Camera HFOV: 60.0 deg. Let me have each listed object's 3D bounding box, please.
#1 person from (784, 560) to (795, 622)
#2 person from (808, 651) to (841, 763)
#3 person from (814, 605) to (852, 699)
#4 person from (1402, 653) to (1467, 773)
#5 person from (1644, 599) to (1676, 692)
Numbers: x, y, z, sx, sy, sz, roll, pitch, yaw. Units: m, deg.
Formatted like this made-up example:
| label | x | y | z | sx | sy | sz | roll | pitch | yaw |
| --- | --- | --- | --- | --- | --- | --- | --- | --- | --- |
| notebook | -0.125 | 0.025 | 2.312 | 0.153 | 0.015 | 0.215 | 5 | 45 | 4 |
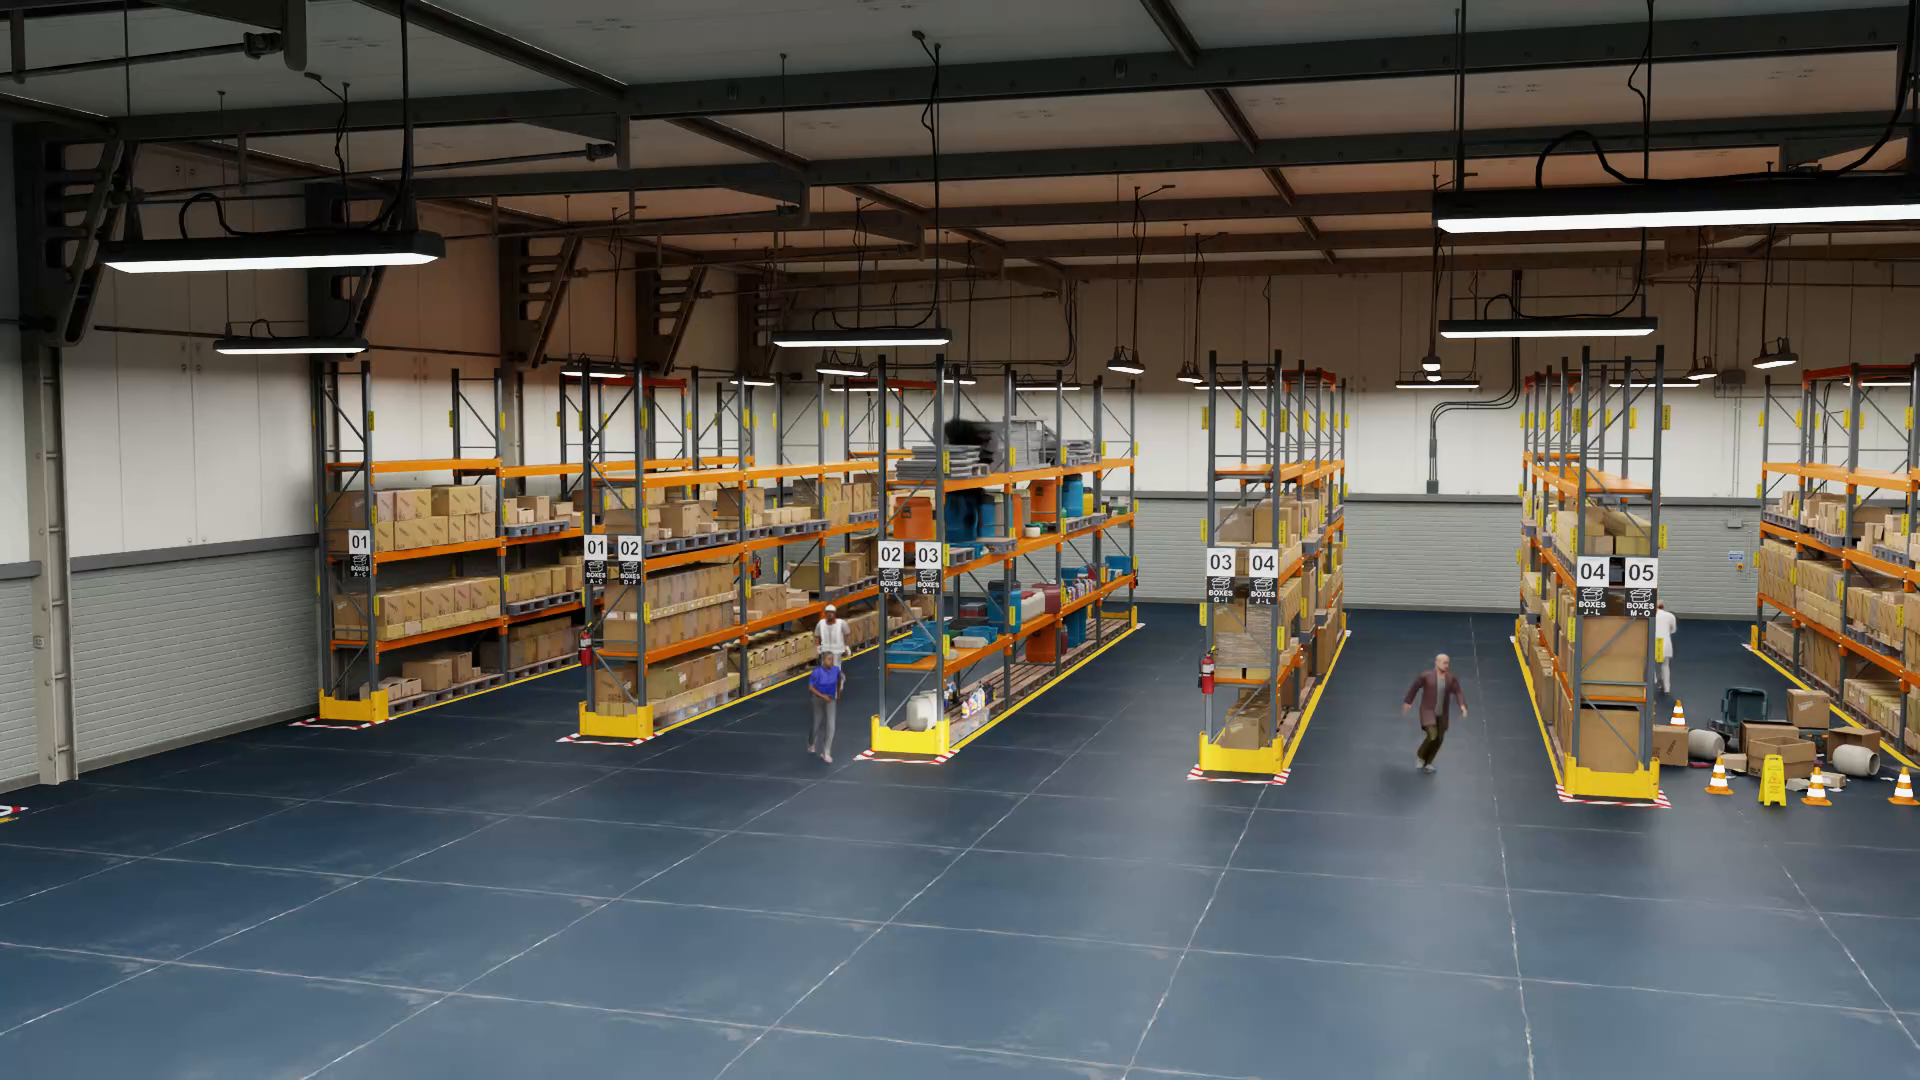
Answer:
| label | x | y | z | sx | sy | sz | roll | pitch | yaw |
| --- | --- | --- | --- | --- | --- | --- | --- | --- | --- |
| person | -4.095 | 1.274 | 40.683 | 0.555 | 1.635 | 0.920 | 1 | 4 | 8 |
| person | -2.008 | 2.446 | 24.678 | 0.565 | 1.665 | 0.853 | -1 | 4 | -18 |
| person | -2.290 | 2.013 | 29.803 | 0.679 | 1.724 | 0.645 | 1 | 4 | 8 |
| person | 6.741 | 2.450 | 23.458 | 0.682 | 1.724 | 0.871 | -1 | 4 | -13 |
| person | 12.915 | 1.956 | 30.748 | 0.695 | 1.722 | 1.029 | 1 | 4 | 9 |
